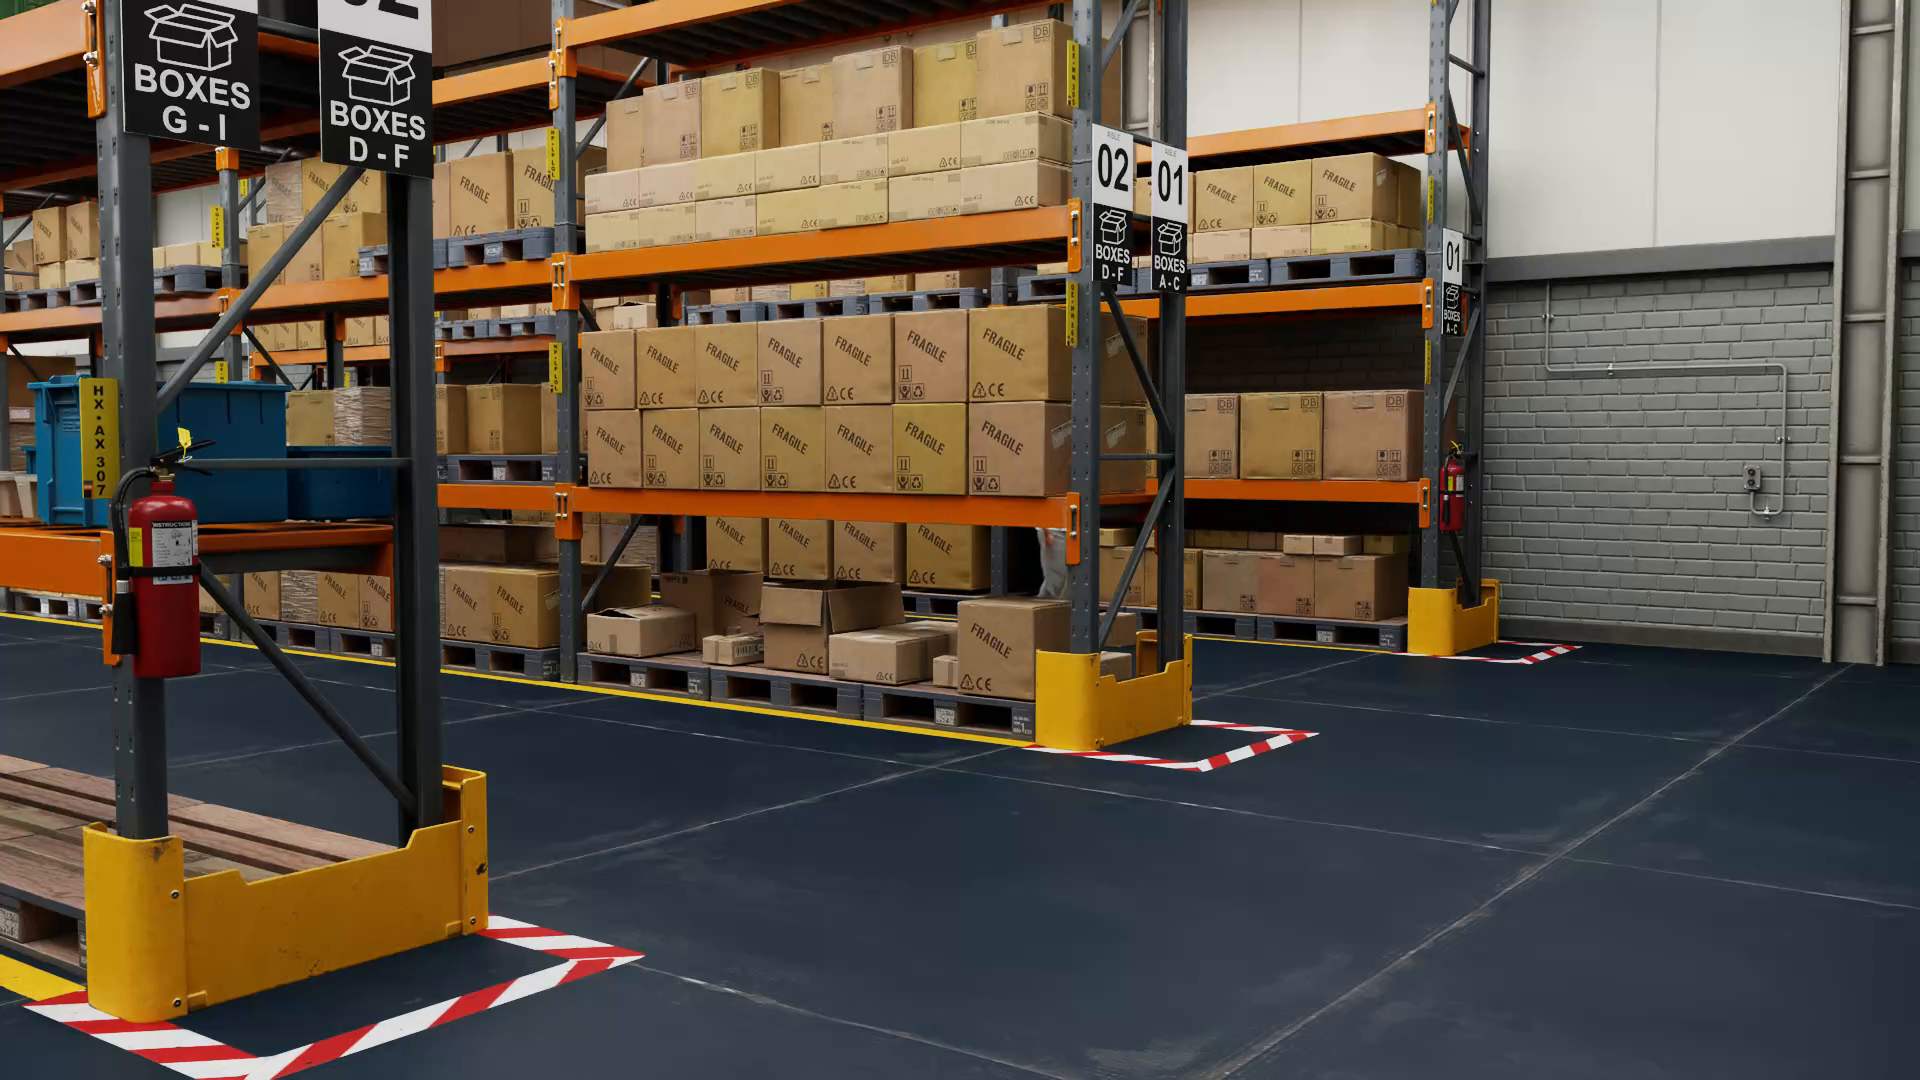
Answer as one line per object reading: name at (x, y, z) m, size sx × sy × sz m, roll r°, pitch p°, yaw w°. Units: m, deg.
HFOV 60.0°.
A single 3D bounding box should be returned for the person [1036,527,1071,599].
person at (0.840, -0.054, 13.400) m, size 0.393 × 1.770 × 0.527 m, roll 2°, pitch 4°, yaw 38°
